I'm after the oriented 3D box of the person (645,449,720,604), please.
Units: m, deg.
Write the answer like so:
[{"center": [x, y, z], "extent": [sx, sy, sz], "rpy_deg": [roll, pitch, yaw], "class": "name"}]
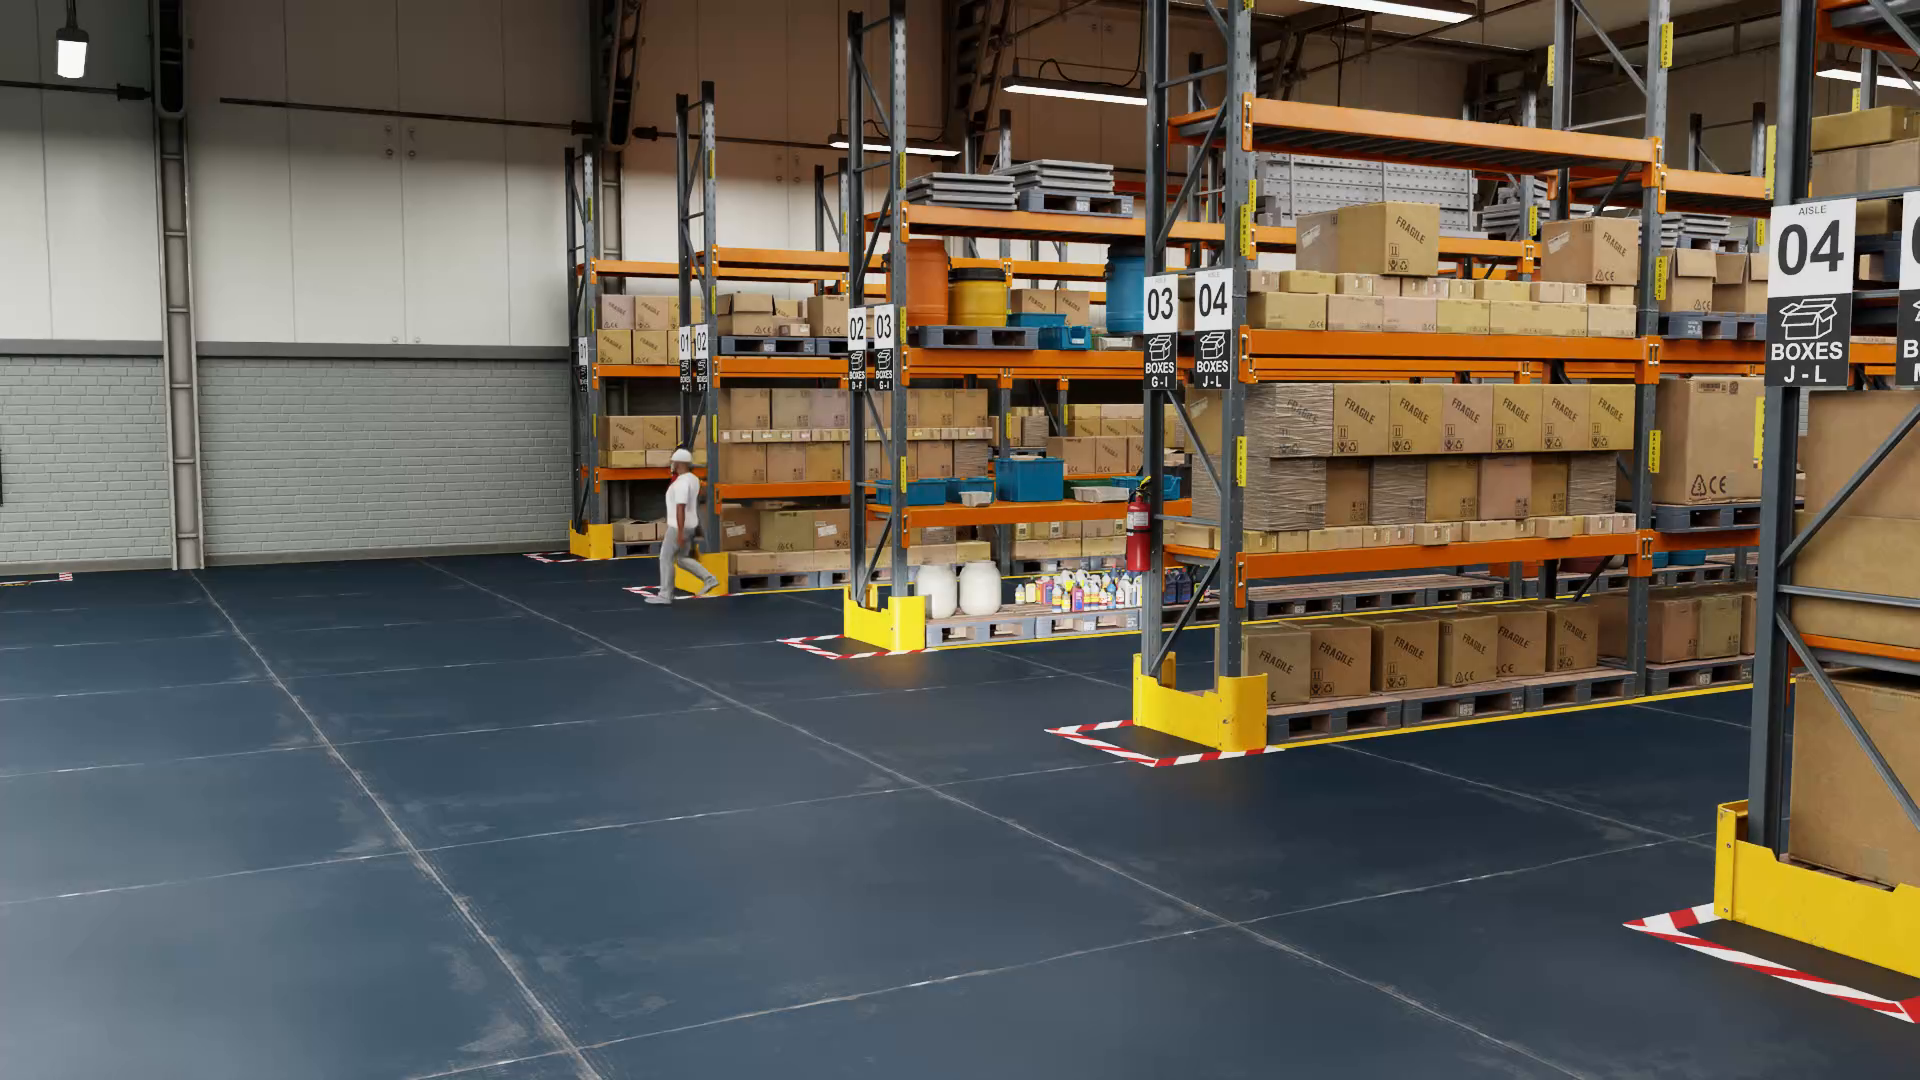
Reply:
[{"center": [-3.138, -0.151, 18.731], "extent": [0.833, 1.743, 0.618], "rpy_deg": [0, 5, 5], "class": "person"}]
